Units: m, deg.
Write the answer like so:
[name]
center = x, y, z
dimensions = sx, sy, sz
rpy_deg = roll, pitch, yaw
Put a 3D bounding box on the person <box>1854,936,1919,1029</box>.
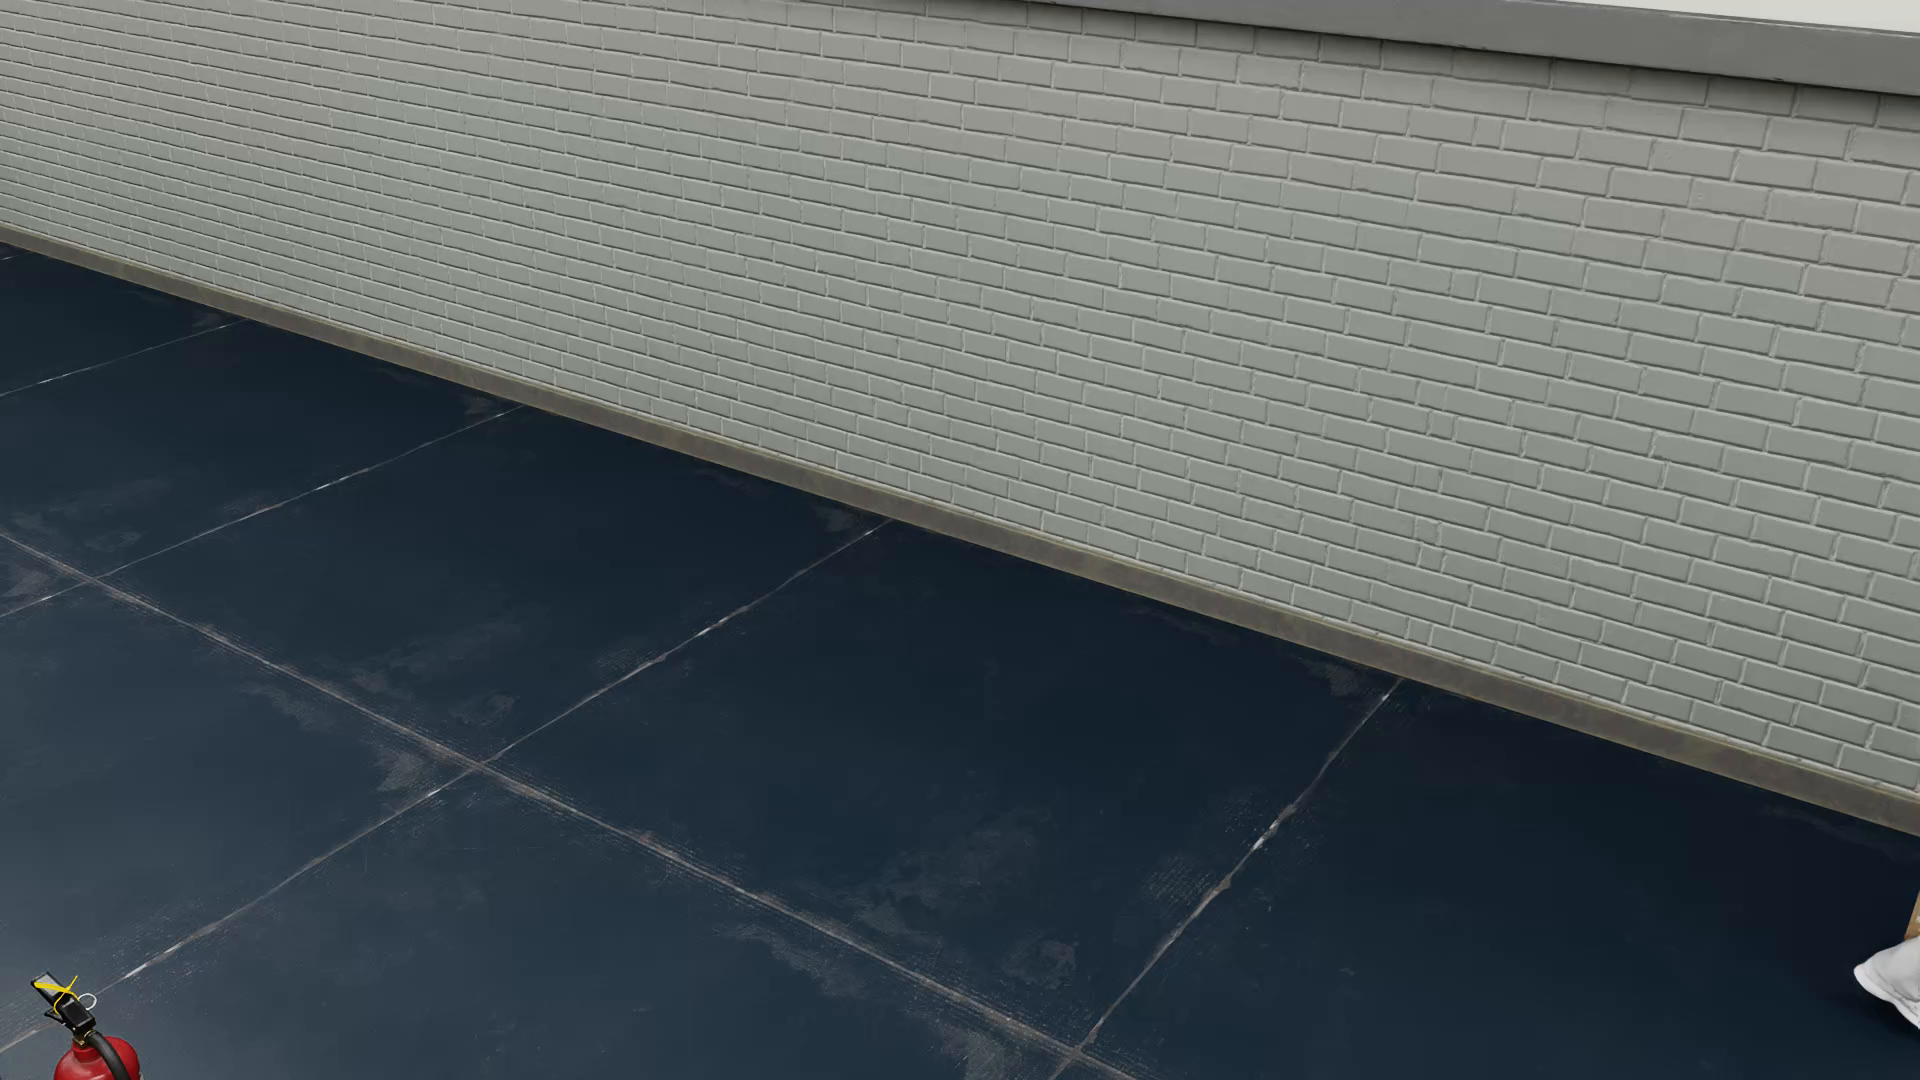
[person]
center = 3.606, 0.943, 5.247
dimensions = 1.102, 1.732, 0.568
rpy_deg = 14, 30, 26
